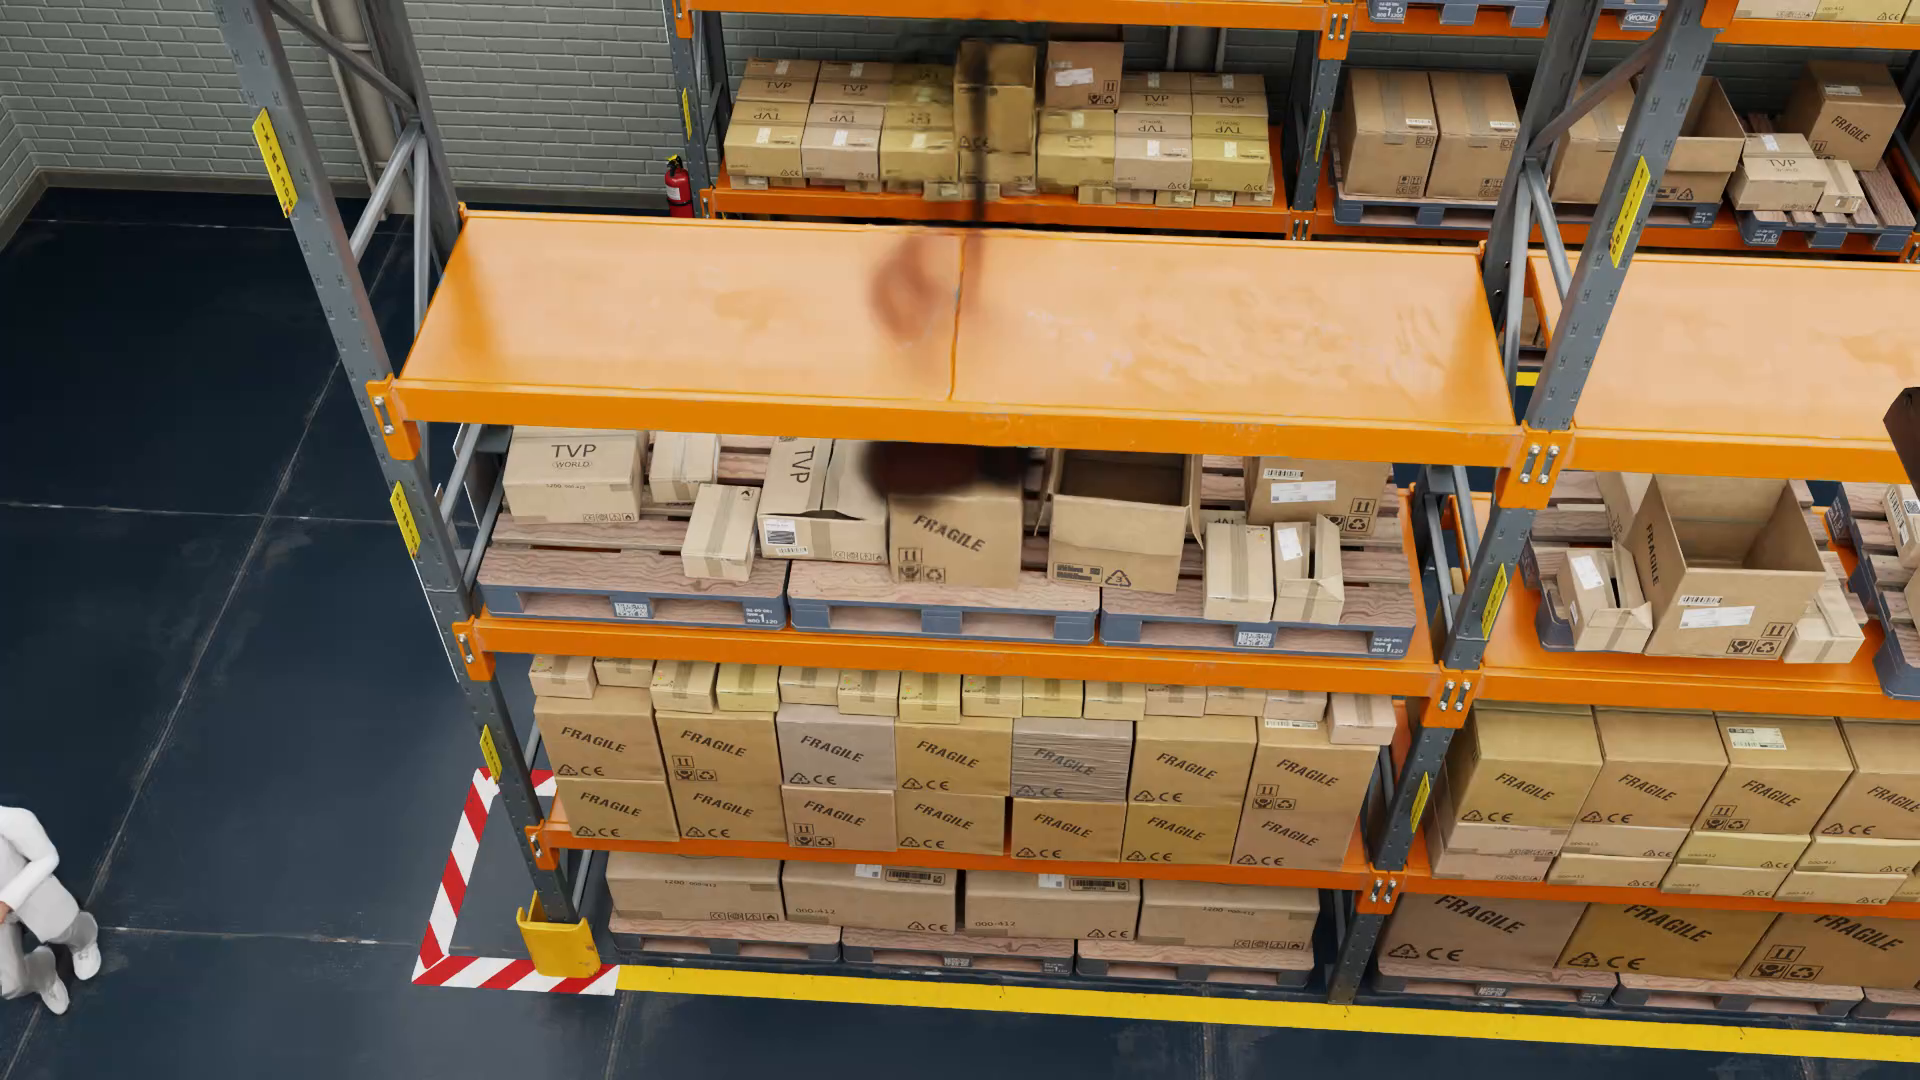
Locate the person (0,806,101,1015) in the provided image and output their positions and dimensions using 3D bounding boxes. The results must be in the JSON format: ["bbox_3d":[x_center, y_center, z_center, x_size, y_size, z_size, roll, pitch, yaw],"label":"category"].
[{"bbox_3d":[-4.560,1.746,7.974,0.676,1.793,0.765,-14,49,-12],"label":"person"}]
